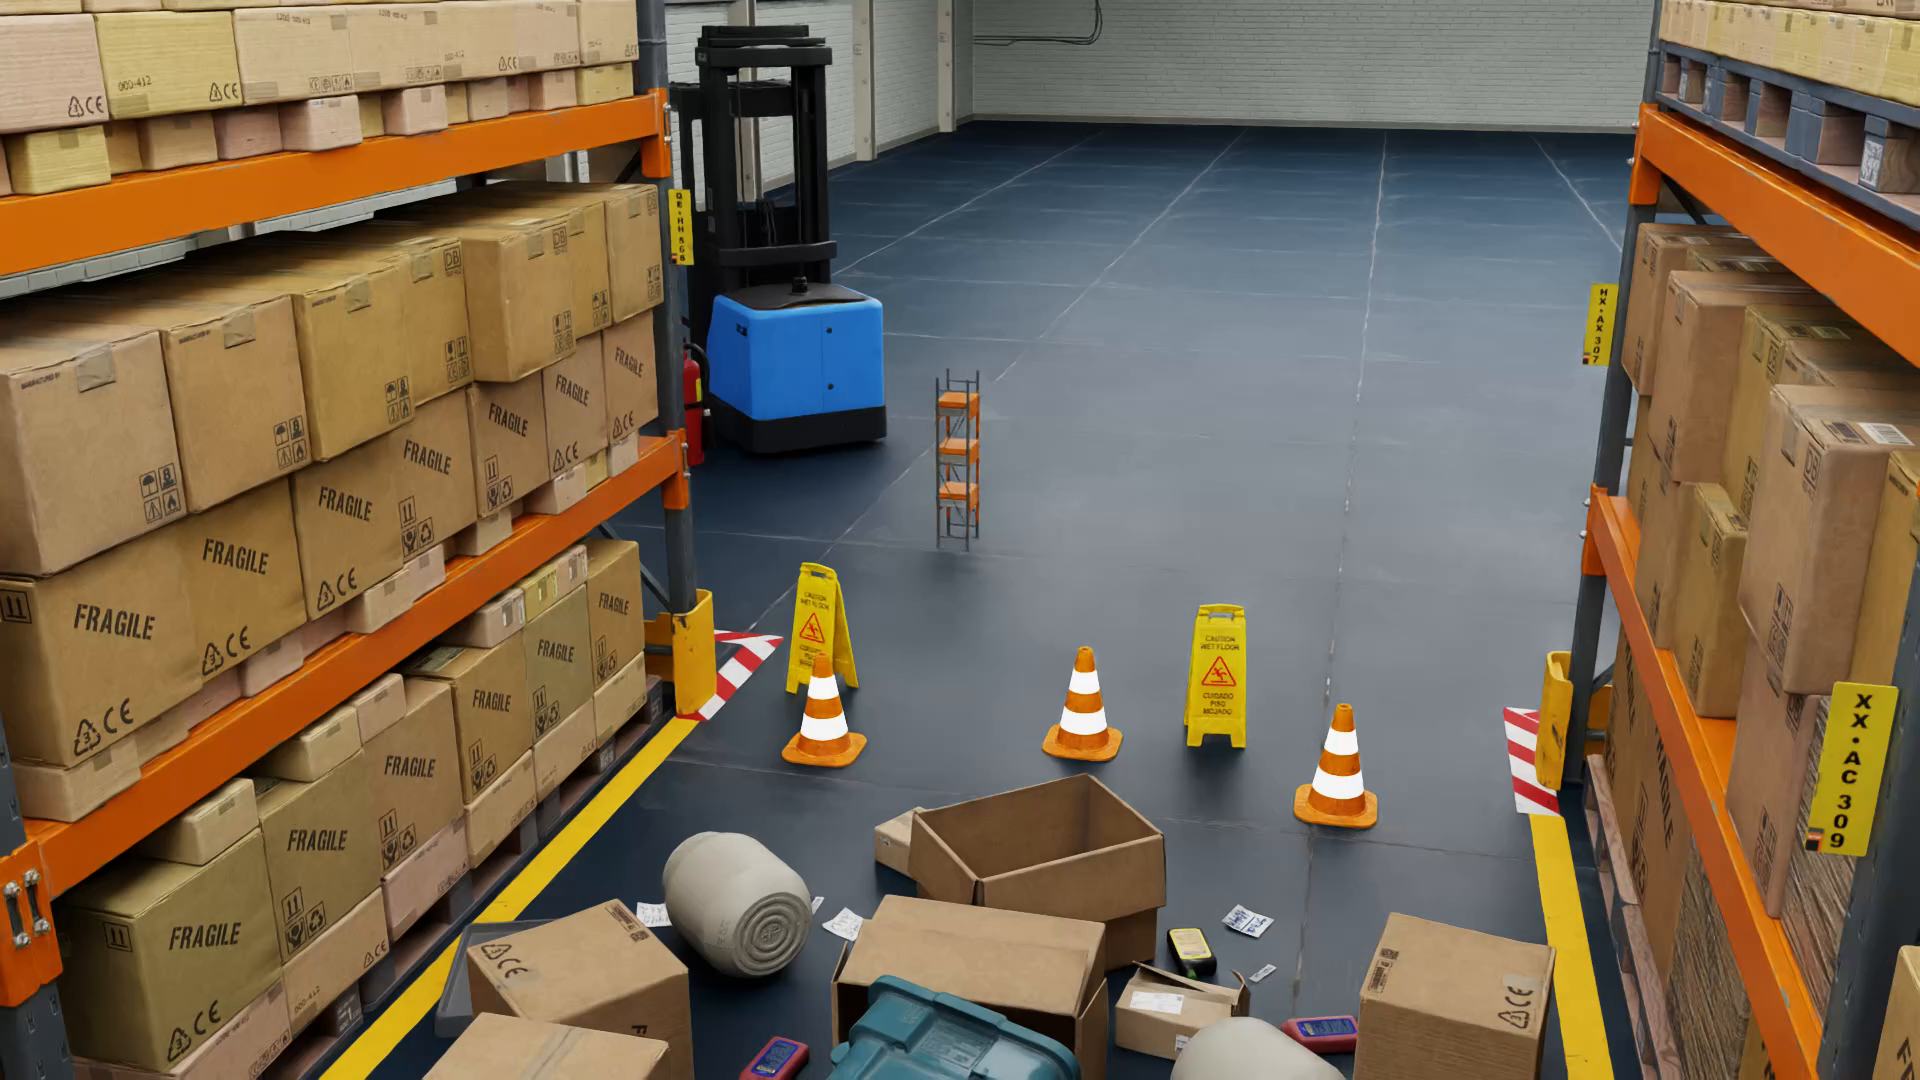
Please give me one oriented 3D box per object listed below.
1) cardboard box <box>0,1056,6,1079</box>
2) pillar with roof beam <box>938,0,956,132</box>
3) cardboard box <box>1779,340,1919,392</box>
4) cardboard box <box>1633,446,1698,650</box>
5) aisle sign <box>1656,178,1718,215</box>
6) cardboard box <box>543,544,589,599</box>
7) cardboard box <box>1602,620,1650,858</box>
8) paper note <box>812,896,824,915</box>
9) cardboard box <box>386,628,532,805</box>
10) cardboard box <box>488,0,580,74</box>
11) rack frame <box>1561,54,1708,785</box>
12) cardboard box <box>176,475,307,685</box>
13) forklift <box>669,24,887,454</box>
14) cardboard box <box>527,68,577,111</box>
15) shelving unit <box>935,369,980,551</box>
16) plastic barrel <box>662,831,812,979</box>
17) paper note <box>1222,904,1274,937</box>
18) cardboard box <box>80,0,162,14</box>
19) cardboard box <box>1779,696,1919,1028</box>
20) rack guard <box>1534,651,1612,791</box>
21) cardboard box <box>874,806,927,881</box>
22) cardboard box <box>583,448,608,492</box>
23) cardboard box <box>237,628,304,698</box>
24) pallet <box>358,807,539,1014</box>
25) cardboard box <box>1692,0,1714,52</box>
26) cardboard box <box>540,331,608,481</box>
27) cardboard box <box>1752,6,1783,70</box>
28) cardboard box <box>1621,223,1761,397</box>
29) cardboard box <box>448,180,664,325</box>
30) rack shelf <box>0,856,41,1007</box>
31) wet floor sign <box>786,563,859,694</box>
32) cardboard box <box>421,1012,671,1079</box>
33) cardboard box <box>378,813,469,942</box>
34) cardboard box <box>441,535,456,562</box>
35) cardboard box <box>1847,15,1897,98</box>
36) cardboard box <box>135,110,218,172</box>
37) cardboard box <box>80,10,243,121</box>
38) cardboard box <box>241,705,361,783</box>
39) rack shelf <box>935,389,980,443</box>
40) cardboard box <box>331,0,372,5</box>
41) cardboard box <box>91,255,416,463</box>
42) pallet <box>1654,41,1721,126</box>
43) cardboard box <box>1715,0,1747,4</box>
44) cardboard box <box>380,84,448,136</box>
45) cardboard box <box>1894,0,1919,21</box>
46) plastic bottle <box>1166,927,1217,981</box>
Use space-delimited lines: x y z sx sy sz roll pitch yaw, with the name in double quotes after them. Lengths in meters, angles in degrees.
-2.846 1.430 4.965 0.500 0.250 0.500 6 20 16 "cardboard box"
3.893 -12.866 33.932 9.100 9.000 0.400 5 19 13 "pillar with roof beam"
2.505 -0.142 4.059 0.875 0.550 0.550 5 19 13 "cardboard box"
2.653 0.028 5.233 0.875 0.550 0.550 5 19 13 "cardboard box"
2.798 -1.637 6.317 0.394 0.787 0.004 5 19 13 "aisle sign"
-1.720 0.113 6.657 0.380 0.149 0.250 5 20 15 "cardboard box"
2.970 0.664 6.241 0.875 0.875 0.875 5 19 14 "cardboard box"
-0.539 1.360 6.189 0.032 0.001 0.123 5 19 13 "paper note"
-1.950 0.621 6.173 0.500 0.500 0.500 4 19 12 "cardboard box"
-1.754 -1.871 6.156 0.500 0.250 0.500 4 19 13 "cardboard box"
3.072 -0.361 6.603 1.000 3.000 0.127 5 19 13 "rack frame"
-2.252 0.071 4.725 0.500 0.500 0.500 5 19 13 "cardboard box"
-1.661 -2.431 12.769 1.130 2.935 3.031 -9 21 -26 "forklift"
-1.696 -1.725 6.346 0.380 0.149 0.250 5 20 15 "cardboard box"
-0.013 -0.480 9.969 0.215 1.050 0.252 5 19 13 "shelving unit"
-0.789 1.266 5.826 0.421 0.421 0.512 -13 23 -34 "plastic barrel"
1.053 1.390 6.075 0.144 0.017 0.142 12 22 32 "paper note"
-2.228 -1.383 4.110 0.380 0.149 0.250 4 19 12 "cardboard box"
2.173 0.706 3.249 0.875 0.550 0.550 5 19 13 "cardboard box"
3.078 0.815 7.029 1.175 0.500 0.348 5 19 13 "rack guard"
-0.114 1.199 6.446 0.380 0.149 0.250 17 25 41 "cardboard box"
-1.674 -0.300 6.814 0.380 0.149 0.250 4 19 12 "cardboard box"
-2.201 0.336 4.953 0.380 0.149 0.250 5 20 15 "cardboard box"
-2.304 1.257 6.182 1.003 0.211 1.213 5 19 13 "pallet"
2.493 -1.587 5.138 0.380 0.149 0.250 5 19 14 "cardboard box"
-1.745 -0.560 6.570 0.500 0.500 0.500 5 19 14 "cardboard box"
2.246 -1.271 4.213 0.380 0.149 0.250 5 19 13 "cardboard box"
2.944 -0.829 6.072 0.875 0.550 0.550 5 19 13 "cardboard box"
-1.666 -1.204 6.909 0.700 0.500 0.500 4 19 12 "cardboard box"
-3.219 1.501 2.265 1.077 0.370 4.000 5 19 13 "rack shelf"
-0.669 0.419 7.962 0.267 0.644 0.232 12 22 32 "wet floor sign"
-0.997 1.490 3.882 0.500 0.500 0.500 5 19 13 "cardboard box"
-2.077 1.138 5.819 0.500 0.250 0.500 4 19 13 "cardboard box"
-2.029 0.011 5.904 0.380 0.149 0.250 5 19 13 "cardboard box"
1.997 -0.953 3.281 0.380 0.149 0.250 5 19 14 "cardboard box"
-2.245 -1.084 4.470 0.380 0.149 0.250 5 20 15 "cardboard box"
-2.240 -1.234 4.291 0.500 0.250 0.500 4 19 13 "cardboard box"
-2.111 0.615 5.186 0.380 0.149 0.250 5 20 15 "cardboard box"
-0.013 -0.739 9.880 0.215 0.259 0.240 5 19 13 "rack shelf"
-2.037 -1.711 5.070 0.380 0.149 0.250 5 20 14 "cardboard box"
-2.117 -0.562 5.030 0.700 0.500 0.500 4 19 12 "cardboard box"
2.901 -1.505 5.449 1.003 0.211 1.213 5 19 13 "pallet"
2.460 -1.648 4.697 0.500 0.250 0.500 5 19 13 "cardboard box"
-1.901 -1.402 5.399 0.380 0.149 0.250 4 19 13 "cardboard box"
1.966 -1.017 2.851 0.500 0.250 0.500 4 19 13 "cardboard box"
0.819 1.458 5.825 0.133 0.061 0.283 -2 19 -6 "plastic bottle"
